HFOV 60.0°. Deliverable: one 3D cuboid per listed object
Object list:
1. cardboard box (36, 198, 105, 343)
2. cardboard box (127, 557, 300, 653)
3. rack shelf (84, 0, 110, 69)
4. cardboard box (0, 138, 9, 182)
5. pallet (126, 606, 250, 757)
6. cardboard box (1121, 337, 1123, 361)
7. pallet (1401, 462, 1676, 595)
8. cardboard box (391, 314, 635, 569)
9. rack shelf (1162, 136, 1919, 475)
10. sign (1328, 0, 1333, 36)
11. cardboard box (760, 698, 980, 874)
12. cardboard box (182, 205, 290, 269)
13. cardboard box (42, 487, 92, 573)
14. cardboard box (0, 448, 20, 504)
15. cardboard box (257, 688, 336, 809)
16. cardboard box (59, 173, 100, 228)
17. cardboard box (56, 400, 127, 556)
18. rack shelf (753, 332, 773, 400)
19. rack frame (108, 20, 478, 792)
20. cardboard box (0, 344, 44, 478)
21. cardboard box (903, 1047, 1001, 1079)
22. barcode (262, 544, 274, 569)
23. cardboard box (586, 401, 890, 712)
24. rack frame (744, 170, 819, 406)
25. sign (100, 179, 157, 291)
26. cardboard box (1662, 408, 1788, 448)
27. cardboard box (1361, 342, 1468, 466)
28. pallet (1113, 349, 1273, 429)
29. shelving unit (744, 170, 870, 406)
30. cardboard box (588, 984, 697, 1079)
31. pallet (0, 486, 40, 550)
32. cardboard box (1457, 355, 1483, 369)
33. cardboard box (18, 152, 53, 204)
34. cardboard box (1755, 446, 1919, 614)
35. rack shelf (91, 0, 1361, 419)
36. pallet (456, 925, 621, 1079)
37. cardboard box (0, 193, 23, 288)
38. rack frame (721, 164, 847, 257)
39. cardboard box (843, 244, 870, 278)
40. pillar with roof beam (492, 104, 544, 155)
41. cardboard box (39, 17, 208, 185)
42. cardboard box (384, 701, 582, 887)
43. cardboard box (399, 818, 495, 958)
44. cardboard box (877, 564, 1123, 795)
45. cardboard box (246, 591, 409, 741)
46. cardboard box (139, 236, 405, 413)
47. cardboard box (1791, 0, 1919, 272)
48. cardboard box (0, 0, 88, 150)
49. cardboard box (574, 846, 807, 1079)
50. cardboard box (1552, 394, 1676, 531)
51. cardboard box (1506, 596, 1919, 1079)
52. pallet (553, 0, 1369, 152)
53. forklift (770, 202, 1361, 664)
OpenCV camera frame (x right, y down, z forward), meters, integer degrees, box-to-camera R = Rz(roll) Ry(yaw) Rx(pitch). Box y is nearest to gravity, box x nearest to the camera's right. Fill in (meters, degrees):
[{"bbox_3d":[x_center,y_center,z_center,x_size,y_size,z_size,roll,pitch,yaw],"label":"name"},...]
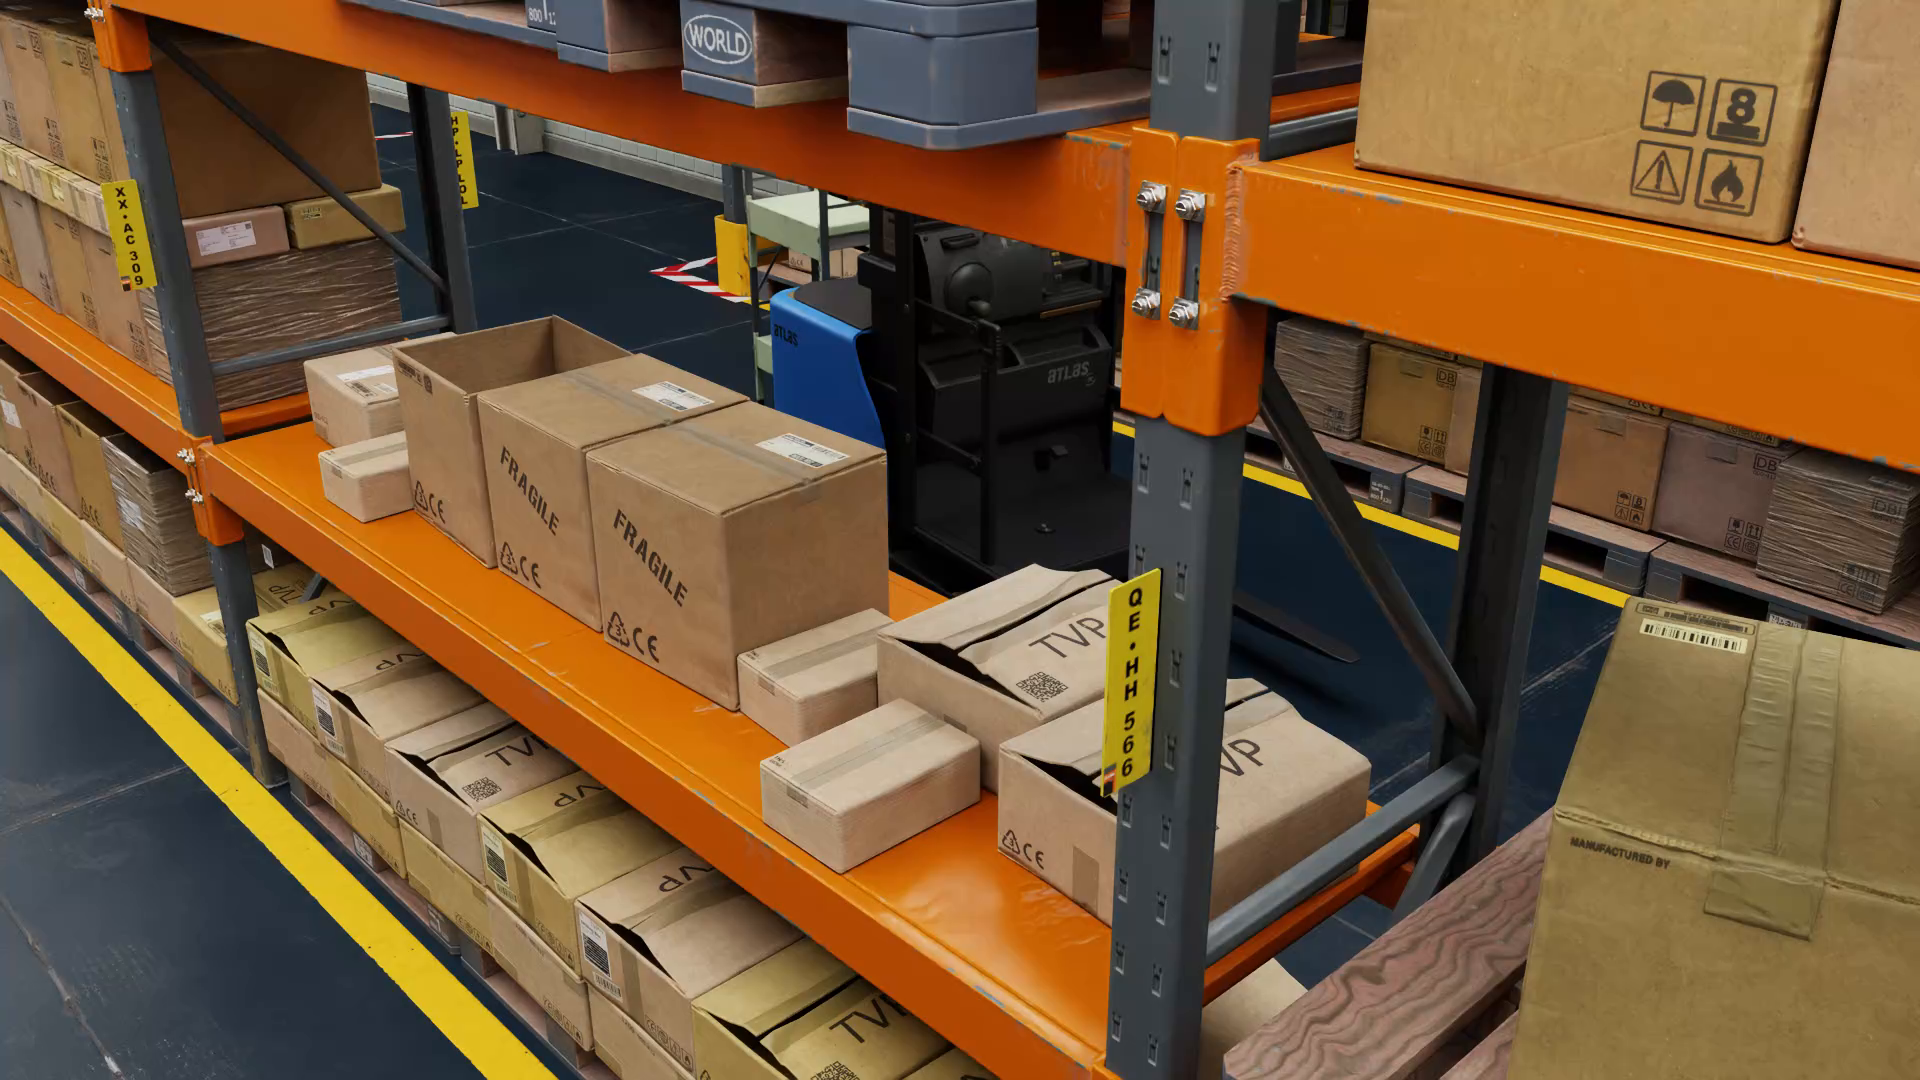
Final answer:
[{"bbox_3d":[-3.109,-1.132,6.497,0.700,0.500,0.500,-21,32,-38],"label":"cardboard box"},{"bbox_3d":[-2.906,0.184,6.539,0.500,0.250,0.500,-21,32,-38],"label":"cardboard box"},{"bbox_3d":[-3.462,-2.286,6.400,1.077,0.370,4.000,-21,32,-38],"label":"rack shelf"},{"bbox_3d":[-3.668,-1.550,6.631,0.380,0.149,0.250,-21,32,-38],"label":"cardboard box"},{"bbox_3d":[-2.608,0.373,6.678,1.003,0.211,1.213,-21,32,-38],"label":"pallet"},{"bbox_3d":[1.130,-1.114,9.462,0.250,0.166,0.380,19,31,35],"label":"cardboard box"},{"bbox_3d":[2.889,-0.176,7.880,1.003,0.211,1.213,-21,32,-38],"label":"pallet"},{"bbox_3d":[-1.222,-0.292,4.655,0.500,0.500,0.500,-19,30,-35],"label":"cardboard box"},{"bbox_3d":[2.006,0.137,1.088,1.077,0.370,4.000,-21,32,-38],"label":"rack shelf"},{"bbox_3d":[1.921,-2.735,8.736,0.100,0.325,0.005,-21,32,-38],"label":"sign"},{"bbox_3d":[-0.178,0.489,3.367,0.380,0.149,0.250,-21,32,-38],"label":"cardboard box"},{"bbox_3d":[-2.438,-1.005,5.437,0.380,0.149,0.250,-21,32,-38],"label":"cardboard box"},{"bbox_3d":[-3.601,-0.114,7.194,0.500,0.250,0.500,-21,32,-38],"label":"cardboard box"},{"bbox_3d":[-4.281,-0.419,7.861,0.500,0.250,0.500,-21,32,-38],"label":"cardboard box"},{"bbox_3d":[-2.001,0.609,5.607,0.500,0.250,0.500,-22,33,-40],"label":"cardboard box"},{"bbox_3d":[-2.966,-1.239,5.949,0.380,0.149,0.250,-21,32,-39],"label":"cardboard box"},{"bbox_3d":[-3.250,-0.308,6.714,0.500,0.500,0.500,-21,32,-38],"label":"cardboard box"},{"bbox_3d":[-0.700,-0.838,8.566,0.431,0.370,0.720,-16,29,-32],"label":"rack shelf"},{"bbox_3d":[-2.095,-0.643,5.545,1.000,3.000,0.127,-21,32,-38],"label":"rack frame"},{"bbox_3d":[-3.931,-0.612,7.380,0.500,0.500,0.500,-21,32,-38],"label":"cardboard box"},{"bbox_3d":[0.101,1.285,3.451,0.500,0.311,0.500,-20,31,-37],"label":"cardboard box"},{"bbox_3d":[-2.225,0.053,5.345,0.001,0.075,0.075,-21,32,-38],"label":"barcode"},{"bbox_3d":[-0.520,0.020,3.972,0.500,0.500,0.500,22,32,39],"label":"cardboard box"},{"bbox_3d":[-0.911,-1.259,8.703,0.400,1.500,0.023,-16,29,-32],"label":"rack frame"},{"bbox_3d":[-2.500,-0.915,5.003,0.100,0.325,0.005,-21,32,-38],"label":"sign"},{"bbox_3d":[3.378,-0.635,7.107,0.500,0.250,0.500,-20,32,-38],"label":"cardboard box"},{"bbox_3d":[2.423,-0.752,8.265,0.700,0.500,0.500,-22,32,-39],"label":"cardboard box"},{"bbox_3d":[1.033,-0.974,9.631,1.003,0.211,1.213,-21,32,-38],"label":"pallet"},{"bbox_3d":[-0.700,-1.135,8.430,0.431,1.500,0.755,-16,29,-32],"label":"shelving unit"},{"bbox_3d":[-0.596,1.230,4.246,0.500,0.250,0.500,-20,31,-37],"label":"cardboard box"},{"bbox_3d":[-4.276,-0.366,8.299,1.003,0.211,1.213,-21,32,-38],"label":"pallet"},{"bbox_3d":[2.695,-0.946,7.788,0.500,0.250,0.500,-22,33,-40],"label":"cardboard box"},{"bbox_3d":[-3.304,-1.390,6.282,0.380,0.149,0.250,-20,31,-37],"label":"cardboard box"},{"bbox_3d":[3.722,-0.104,6.845,0.700,0.500,0.500,-21,32,-38],"label":"cardboard box"},{"bbox_3d":[-0.728,-1.074,3.744,1.077,0.370,4.000,-21,32,-38],"label":"rack shelf"},{"bbox_3d":[-0.725,1.208,4.849,1.003,0.211,1.213,-21,32,-38],"label":"pallet"},{"bbox_3d":[-3.822,-1.445,7.184,0.700,0.500,0.500,-21,32,-38],"label":"cardboard box"},{"bbox_3d":[-1.216,-3.261,11.285,1.000,3.000,0.127,-21,32,-38],"label":"rack frame"},{"bbox_3d":[-0.419,-1.830,10.857,0.500,0.311,0.500,-18,30,-34],"label":"cardboard box"},{"bbox_3d":[-7.350,-6.621,11.420,9.100,9.000,0.400,-21,32,-38],"label":"pillar with roof beam"},{"bbox_3d":[-2.750,-1.564,5.881,0.700,0.500,0.500,-21,32,-39],"label":"cardboard box"},{"bbox_3d":[-1.302,0.667,4.805,0.500,0.311,0.500,23,33,40],"label":"cardboard box"},{"bbox_3d":[-1.296,0.921,4.924,0.500,0.250,0.500,-22,33,-40],"label":"cardboard box"},{"bbox_3d":[0.169,0.284,3.622,0.500,0.311,0.500,-22,32,-39],"label":"cardboard box"},{"bbox_3d":[-1.995,0.358,5.483,0.500,0.311,0.500,-21,32,-38],"label":"cardboard box"},{"bbox_3d":[-2.403,-0.821,5.815,0.700,0.500,0.500,-22,33,-40],"label":"cardboard box"},{"bbox_3d":[1.310,-0.564,1.638,0.910,0.500,0.500,-21,32,-38],"label":"cardboard box"},{"bbox_3d":[-3.432,-1.867,6.546,0.700,0.500,0.500,-21,32,-38],"label":"cardboard box"},{"bbox_3d":[-0.602,0.975,4.129,0.500,0.311,0.500,-21,32,-39],"label":"cardboard box"},{"bbox_3d":[3.094,-0.435,7.572,0.700,0.500,0.500,-21,32,-39],"label":"cardboard box"},{"bbox_3d":[1.151,0.491,2.433,0.500,0.500,0.700,12,27,25],"label":"cardboard box"},{"bbox_3d":[0.109,-0.890,2.701,1.213,0.211,1.003,-19,31,-36],"label":"pallet"},{"bbox_3d":[0.362,-1.120,6.673,1.130,2.935,3.031,-16,29,-32],"label":"forklift"}]
